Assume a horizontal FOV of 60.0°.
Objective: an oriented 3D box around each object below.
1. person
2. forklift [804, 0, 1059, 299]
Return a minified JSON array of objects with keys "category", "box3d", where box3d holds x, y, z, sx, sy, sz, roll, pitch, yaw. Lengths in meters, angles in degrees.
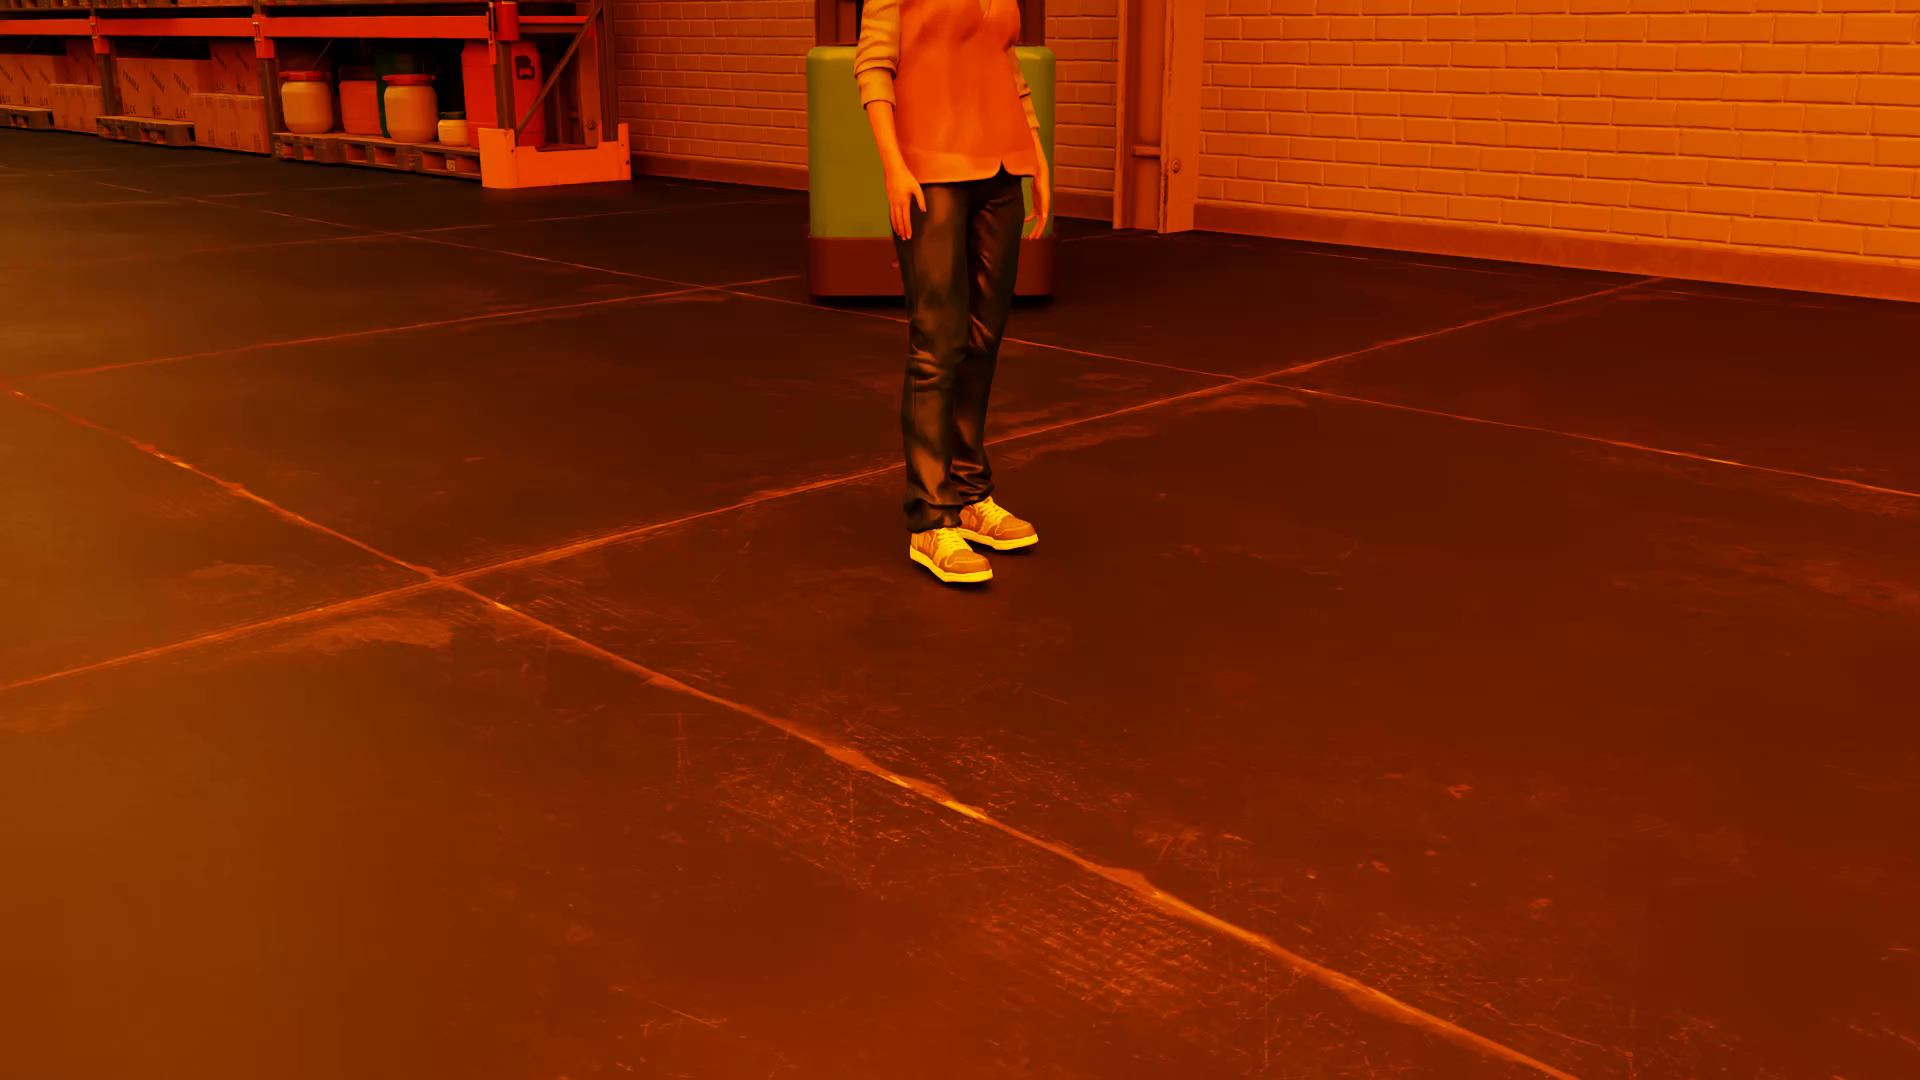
[{"category":"person","box3d":[0.042,-0.752,3.598,0.476,1.597,0.520,16,23,42]},{"category":"forklift","box3d":[-0.146,-2.801,8.007,1.130,2.935,3.031,0,17,-1]}]
